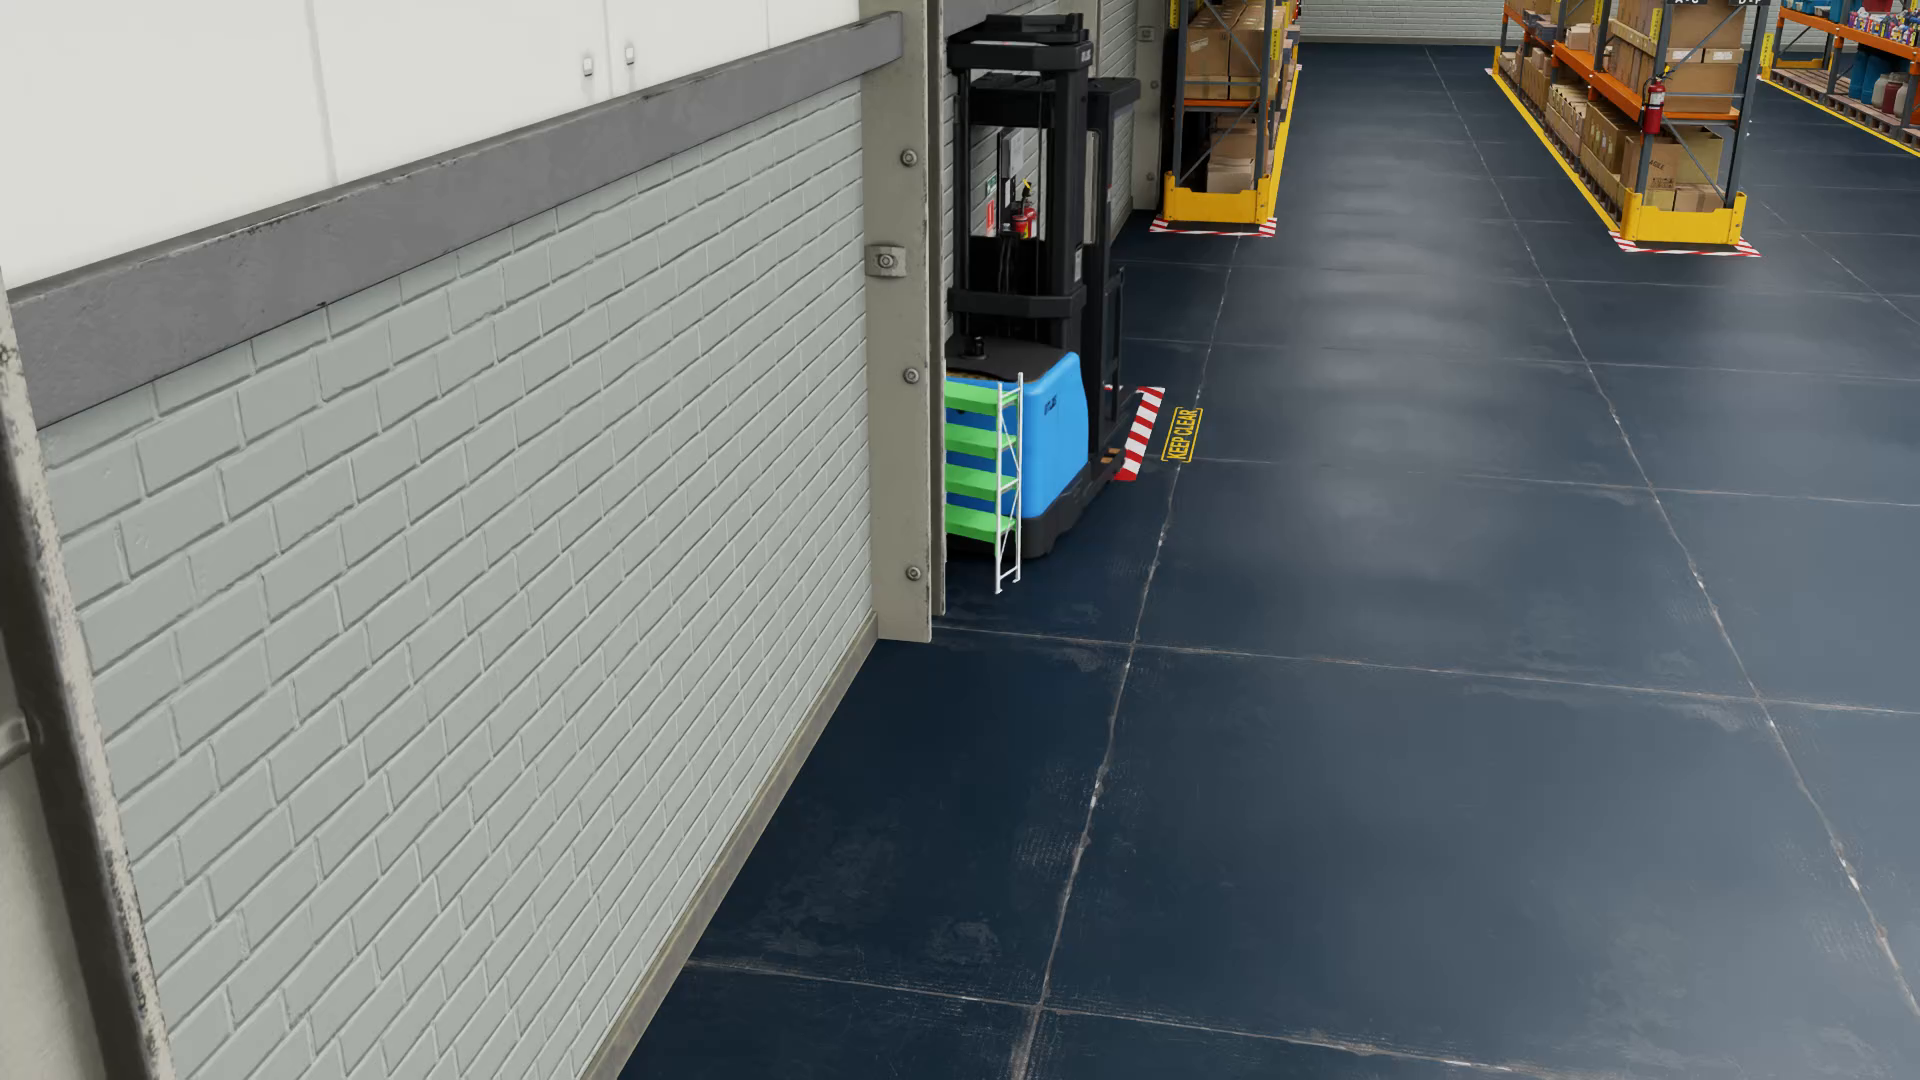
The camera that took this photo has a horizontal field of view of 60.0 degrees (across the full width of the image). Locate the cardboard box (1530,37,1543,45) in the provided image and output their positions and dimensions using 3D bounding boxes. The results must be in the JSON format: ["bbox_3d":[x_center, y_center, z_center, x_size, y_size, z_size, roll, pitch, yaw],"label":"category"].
[{"bbox_3d":[11.129,-9.317,31.729,0.500,0.500,0.500,4,22,11],"label":"cardboard box"}]

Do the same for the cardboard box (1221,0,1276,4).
[{"bbox_3d":[3.958,-7.115,22.782,0.700,0.500,0.500,7,23,16],"label":"cardboard box"}]

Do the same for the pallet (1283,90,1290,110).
[{"bbox_3d":[5.002,-7.374,27.881,1.003,0.211,1.213,4,22,11],"label":"pallet"}]

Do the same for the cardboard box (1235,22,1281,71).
[{"bbox_3d":[3.386,-5.634,18.997,0.500,0.500,0.500,5,22,11],"label":"cardboard box"}]

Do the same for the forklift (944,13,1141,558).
[{"bbox_3d":[0.454,-1.775,10.338,1.130,2.935,3.031,8,23,18],"label":"forklift"}]

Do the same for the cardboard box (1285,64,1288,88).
[{"bbox_3d":[5.148,-8.028,28.087,0.750,0.750,0.750,5,23,13],"label":"cardboard box"}]

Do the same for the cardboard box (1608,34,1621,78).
[{"bbox_3d":[8.466,-5.985,20.564,0.700,0.500,0.500,4,22,10],"label":"cardboard box"}]

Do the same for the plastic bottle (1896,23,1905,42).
[{"bbox_3d":[14.047,-7.573,24.815,0.097,0.271,0.097,0,22,0],"label":"plastic bottle"}]

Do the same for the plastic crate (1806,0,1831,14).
[{"bbox_3d":[15.144,-9.404,29.333,0.416,0.233,0.300,4,22,11],"label":"plastic crate"}]

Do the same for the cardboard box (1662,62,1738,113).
[{"bbox_3d":[7.842,-4.854,17.758,0.700,0.500,0.500,4,22,11],"label":"cardboard box"}]

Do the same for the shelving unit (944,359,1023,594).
[{"bbox_3d":[0.057,-0.346,9.106,0.503,1.200,0.258,13,25,29],"label":"shelving unit"}]

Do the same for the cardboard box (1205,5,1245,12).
[{"bbox_3d":[3.399,-6.609,21.418,0.500,0.500,0.500,4,22,10],"label":"cardboard box"}]

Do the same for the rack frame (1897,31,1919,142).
[{"bbox_3d":[14.215,-7.185,23.679,1.000,3.000,0.127,4,22,11],"label":"rack frame"}]

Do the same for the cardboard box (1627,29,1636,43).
[{"bbox_3d":[8.047,-5.893,19.469,0.380,0.149,0.250,4,22,9],"label":"cardboard box"}]

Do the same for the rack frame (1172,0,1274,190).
[{"bbox_3d":[2.884,-5.014,18.289,1.000,3.000,0.127,4,22,11],"label":"rack frame"}]

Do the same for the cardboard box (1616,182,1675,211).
[{"bbox_3d":[7.554,-3.776,18.333,0.500,0.250,0.500,4,22,11],"label":"cardboard box"}]

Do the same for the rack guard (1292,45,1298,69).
[{"bbox_3d":[6.153,-9.715,33.307,1.175,0.500,0.348,4,22,11],"label":"rack guard"}]

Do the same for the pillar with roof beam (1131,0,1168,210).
[{"bbox_3d":[6.394,-7.791,17.153,9.100,9.000,0.400,4,22,11],"label":"pillar with roof beam"}]

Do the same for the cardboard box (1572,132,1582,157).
[{"bbox_3d":[8.351,-5.194,21.854,0.500,0.250,0.500,4,22,10],"label":"cardboard box"}]

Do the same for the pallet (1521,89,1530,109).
[{"bbox_3d":[10.053,-7.433,28.027,1.003,0.211,1.213,4,22,11],"label":"pallet"}]

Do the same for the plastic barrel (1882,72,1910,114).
[{"bbox_3d":[14.528,-6.854,25.524,0.600,0.588,0.708,4,22,11],"label":"plastic barrel"}]

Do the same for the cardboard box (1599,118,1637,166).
[{"bbox_3d":[7.845,-4.674,19.558,0.500,0.500,0.500,4,22,11],"label":"cardboard box"}]

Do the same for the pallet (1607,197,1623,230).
[{"bbox_3d":[7.849,-3.628,18.578,1.003,0.211,1.213,4,22,11],"label":"pallet"}]

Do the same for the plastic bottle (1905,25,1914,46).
[{"bbox_3d":[13.927,-7.396,24.358,0.061,0.283,0.133,4,22,11],"label":"plastic bottle"}]

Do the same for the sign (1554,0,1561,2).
[{"bbox_3d":[8.833,-8.102,24.512,0.100,0.325,0.005,4,22,11],"label":"sign"}]

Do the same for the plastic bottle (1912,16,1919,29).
[{"bbox_3d":[14.936,-8.055,26.011,0.097,0.271,0.097,0,22,0],"label":"plastic bottle"}]

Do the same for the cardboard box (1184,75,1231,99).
[{"bbox_3d":[2.789,-5.140,18.775,0.500,0.250,0.500,5,22,12],"label":"cardboard box"}]

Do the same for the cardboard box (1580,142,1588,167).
[{"bbox_3d":[8.159,-4.874,21.059,0.500,0.250,0.500,4,22,11],"label":"cardboard box"}]

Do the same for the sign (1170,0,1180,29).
[{"bbox_3d":[2.344,-5.748,18.137,0.100,0.325,0.005,4,22,11],"label":"sign"}]

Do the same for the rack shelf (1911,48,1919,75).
[{"bbox_3d":[13.807,-6.120,21.997,1.077,0.370,4.000,4,22,11],"label":"rack shelf"}]

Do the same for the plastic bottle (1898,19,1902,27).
[{"bbox_3d":[14.292,-7.786,25.327,0.061,0.283,0.133,4,22,11],"label":"plastic bottle"}]

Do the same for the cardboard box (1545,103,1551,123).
[{"bbox_3d":[8.972,-6.314,24.635,0.500,0.250,0.500,4,22,11],"label":"cardboard box"}]

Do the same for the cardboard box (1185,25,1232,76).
[{"bbox_3d":[2.772,-5.491,18.642,0.500,0.500,0.500,4,22,10],"label":"cardboard box"}]

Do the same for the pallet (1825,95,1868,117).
[{"bbox_3d":[14.833,-7.075,27.139,1.003,0.211,1.213,4,22,11],"label":"pallet"}]

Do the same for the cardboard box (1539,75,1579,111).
[{"bbox_3d":[9.327,-6.968,25.898,0.500,0.500,0.500,5,23,13],"label":"cardboard box"}]

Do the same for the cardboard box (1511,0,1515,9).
[{"bbox_3d":[10.445,-10.021,30.588,0.500,0.500,0.500,4,22,11],"label":"cardboard box"}]

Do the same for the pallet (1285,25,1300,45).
[{"bbox_3d":[4.475,-7.582,24.922,1.213,0.211,1.003,4,22,11],"label":"pallet"}]

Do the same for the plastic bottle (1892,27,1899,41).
[{"bbox_3d":[14.087,-7.612,25.005,0.097,0.201,0.097,0,22,0],"label":"plastic bottle"}]

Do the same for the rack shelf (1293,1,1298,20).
[{"bbox_3d":[5.740,-9.801,31.137,1.077,0.370,4.000,4,22,11],"label":"rack shelf"}]

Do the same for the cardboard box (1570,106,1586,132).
[{"bbox_3d":[8.452,-5.641,22.213,0.500,0.311,0.500,5,22,12],"label":"cardboard box"}]

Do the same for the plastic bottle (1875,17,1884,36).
[{"bbox_3d":[14.257,-7.949,25.747,0.097,0.271,0.097,0,22,0],"label":"plastic bottle"}]

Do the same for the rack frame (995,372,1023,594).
[{"bbox_3d":[0.264,-0.298,8.987,0.015,1.200,0.240,13,25,29],"label":"rack frame"}]

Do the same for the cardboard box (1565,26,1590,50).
[{"bbox_3d":[8.994,-7.210,23.861,0.500,0.311,0.500,4,22,10],"label":"cardboard box"}]

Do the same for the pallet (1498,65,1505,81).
[{"bbox_3d":[10.821,-8.877,31.612,1.003,0.211,1.213,4,22,11],"label":"pallet"}]

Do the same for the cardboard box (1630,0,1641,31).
[{"bbox_3d":[8.261,-6.218,19.408,0.700,0.500,0.500,4,22,11],"label":"cardboard box"}]

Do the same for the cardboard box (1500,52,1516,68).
[{"bbox_3d":[10.508,-9.058,31.422,0.500,0.250,0.500,4,22,11],"label":"cardboard box"}]

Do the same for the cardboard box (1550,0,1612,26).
[{"bbox_3d":[9.384,-8.044,25.116,0.700,0.500,0.500,-3,22,-7],"label":"cardboard box"}]

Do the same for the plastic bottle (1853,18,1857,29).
[{"bbox_3d":[14.505,-8.362,26.866,0.097,0.201,0.097,0,22,0],"label":"plastic bottle"}]

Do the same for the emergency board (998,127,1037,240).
[{"bbox_3d":[0.414,-2.241,11.403,0.194,1.169,0.643,4,22,11],"label":"emergency board"}]

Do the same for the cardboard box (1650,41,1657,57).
[{"bbox_3d":[7.729,-5.329,18.068,0.380,0.149,0.250,4,22,10],"label":"cardboard box"}]
